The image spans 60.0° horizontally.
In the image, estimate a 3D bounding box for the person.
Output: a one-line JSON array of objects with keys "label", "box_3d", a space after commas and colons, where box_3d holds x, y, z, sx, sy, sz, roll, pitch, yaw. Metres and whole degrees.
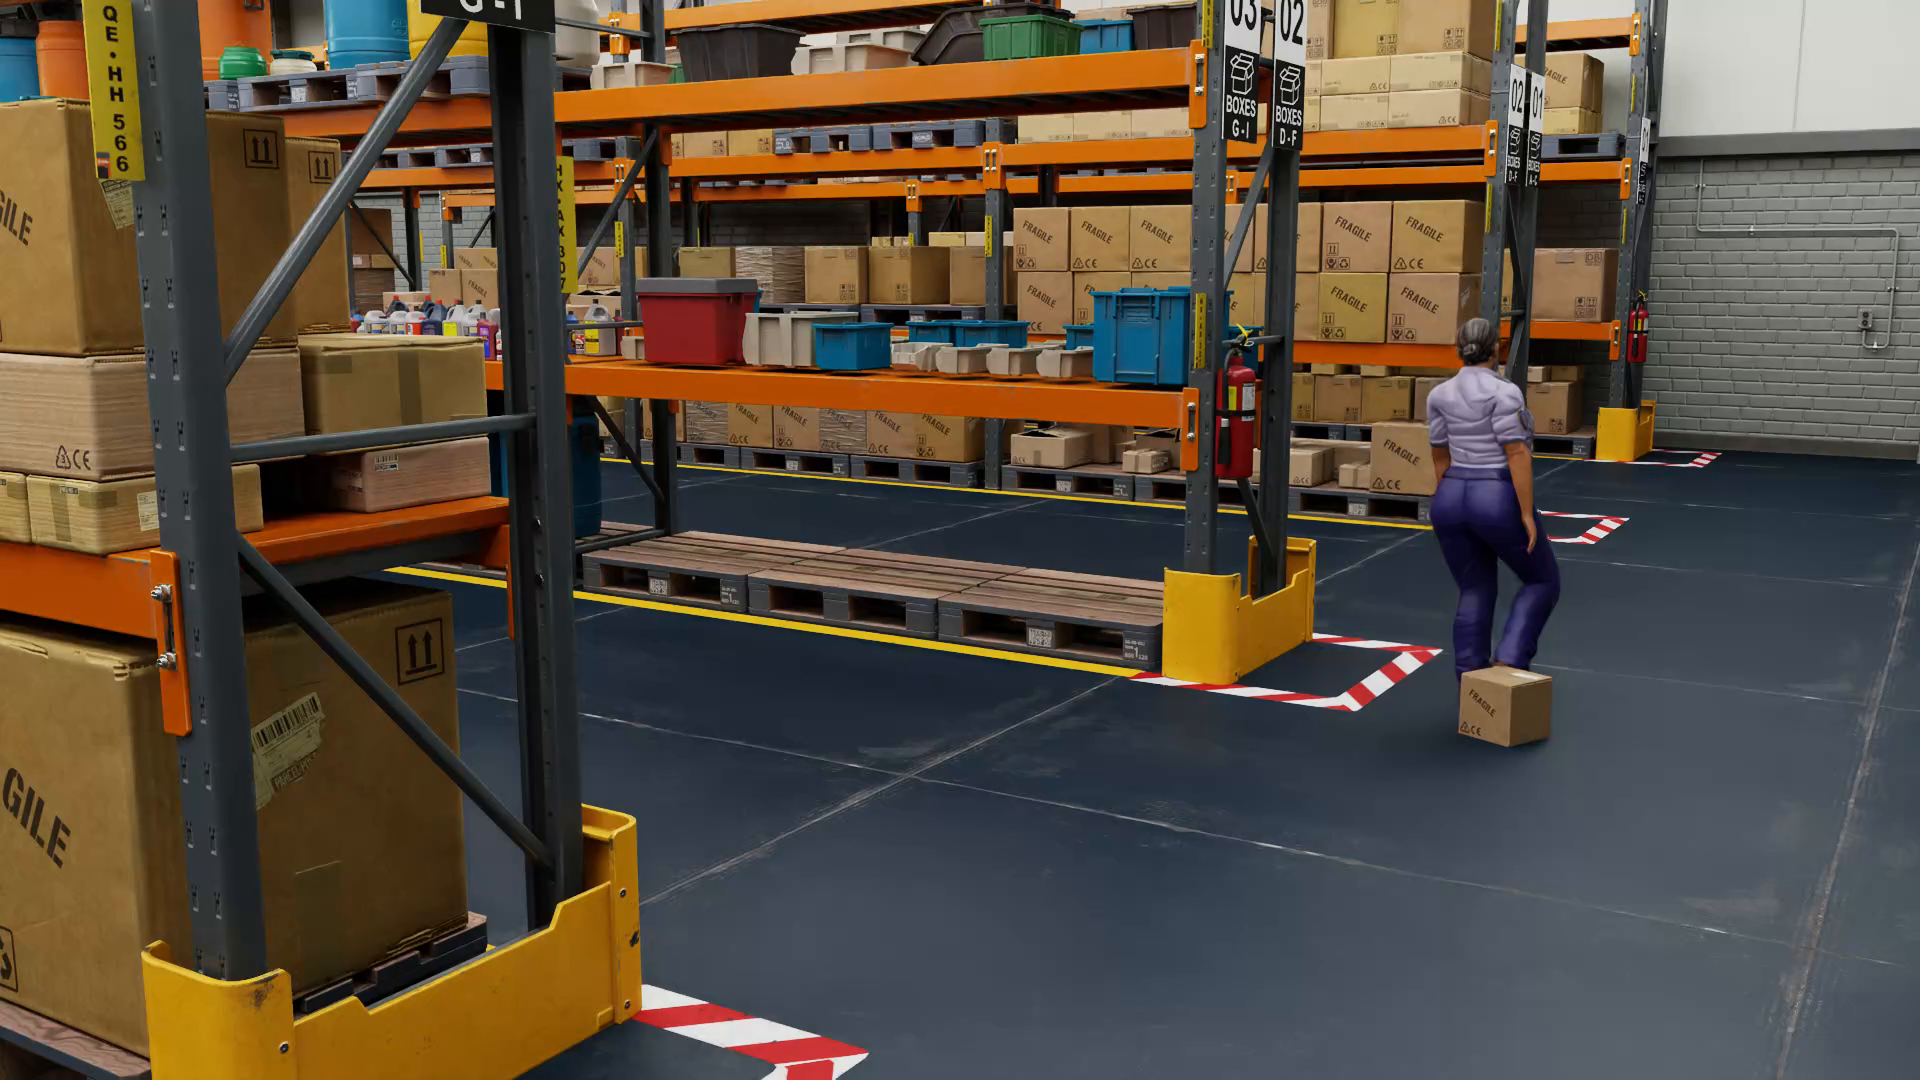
[{"label": "person", "box_3d": [2.247, -0.101, 7.001, 0.442, 1.656, 0.556, -7, 12, -38]}]
